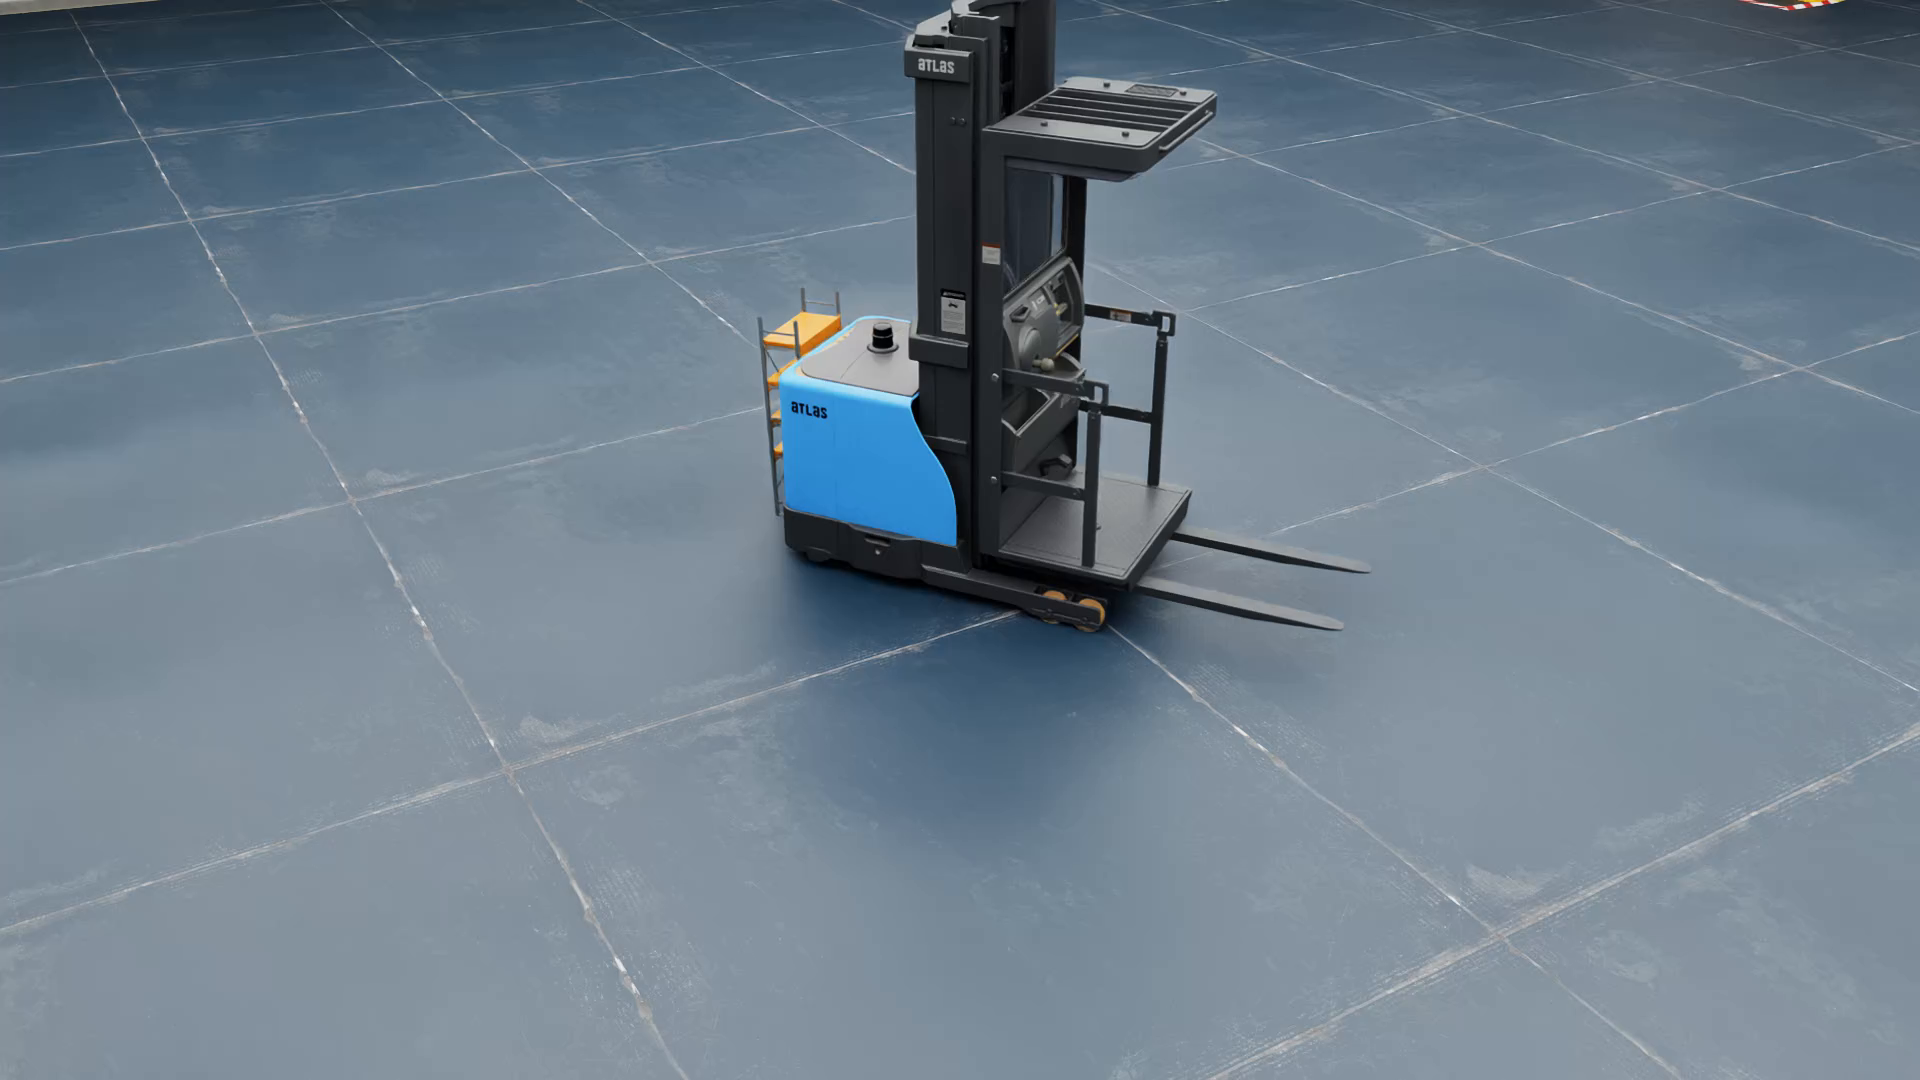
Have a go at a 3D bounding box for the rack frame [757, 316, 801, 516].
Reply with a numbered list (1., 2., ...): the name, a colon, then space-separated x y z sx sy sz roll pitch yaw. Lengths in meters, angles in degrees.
1. rack frame: -0.960 -0.656 9.187 0.240 1.200 0.015 10 30 21

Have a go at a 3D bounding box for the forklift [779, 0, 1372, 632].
1. forklift: 0.605 -1.110 8.227 3.031 2.935 1.130 13 31 22

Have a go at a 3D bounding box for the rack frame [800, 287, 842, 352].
1. rack frame: -0.766 -0.872 9.579 0.240 1.200 0.015 10 30 21

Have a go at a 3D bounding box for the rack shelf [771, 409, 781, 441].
1. rack shelf: -0.861 -0.705 9.415 0.258 0.148 0.480 10 30 21

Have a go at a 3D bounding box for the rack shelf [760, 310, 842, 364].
1. rack shelf: -0.875 -1.110 9.198 0.258 0.148 0.480 10 30 21

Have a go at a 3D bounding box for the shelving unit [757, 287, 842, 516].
1. shelving unit: -0.863 -0.764 9.383 0.258 1.200 0.503 10 30 21

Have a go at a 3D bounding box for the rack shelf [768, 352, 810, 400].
1. rack shelf: -0.868 -0.902 9.309 0.258 0.148 0.480 10 30 21

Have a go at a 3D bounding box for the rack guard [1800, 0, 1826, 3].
1. rack guard: 11.276 -7.704 22.692 0.348 0.500 1.175 -16 33 -26

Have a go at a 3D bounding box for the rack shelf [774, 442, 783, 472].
1. rack shelf: -0.855 -0.529 9.508 0.258 0.148 0.480 10 30 21
